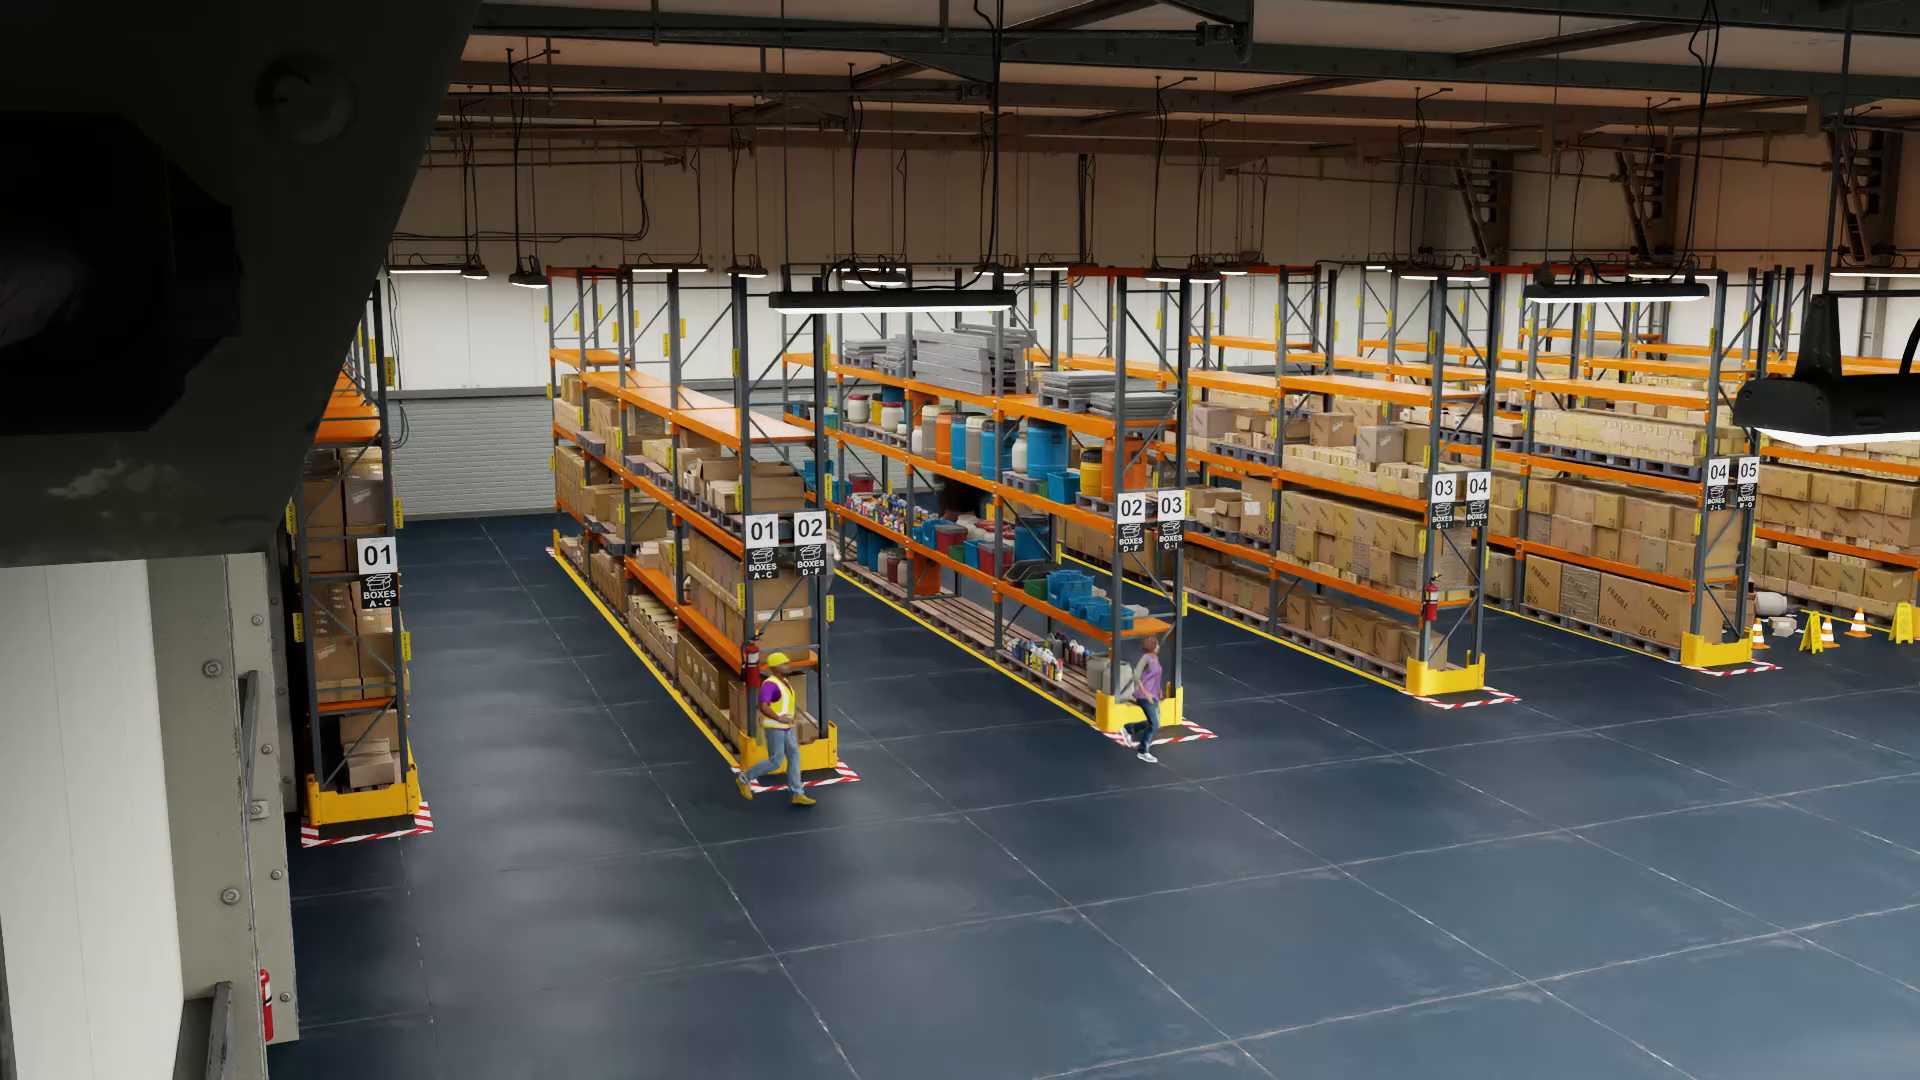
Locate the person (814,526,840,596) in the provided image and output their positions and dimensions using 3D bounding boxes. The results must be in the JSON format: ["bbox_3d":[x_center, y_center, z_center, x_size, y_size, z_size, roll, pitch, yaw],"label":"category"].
[{"bbox_3d":[-2.199,0.568,26.926,0.509,1.425,0.685,-6,11,-30],"label":"person"}]

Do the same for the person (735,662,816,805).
[{"bbox_3d":[-2.080,2.181,19.235,0.948,1.690,0.765,2,10,13],"label":"person"}]

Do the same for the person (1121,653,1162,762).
[{"bbox_3d":[2.303,2.084,20.975,0.544,1.332,0.434,5,11,27],"label":"person"}]
